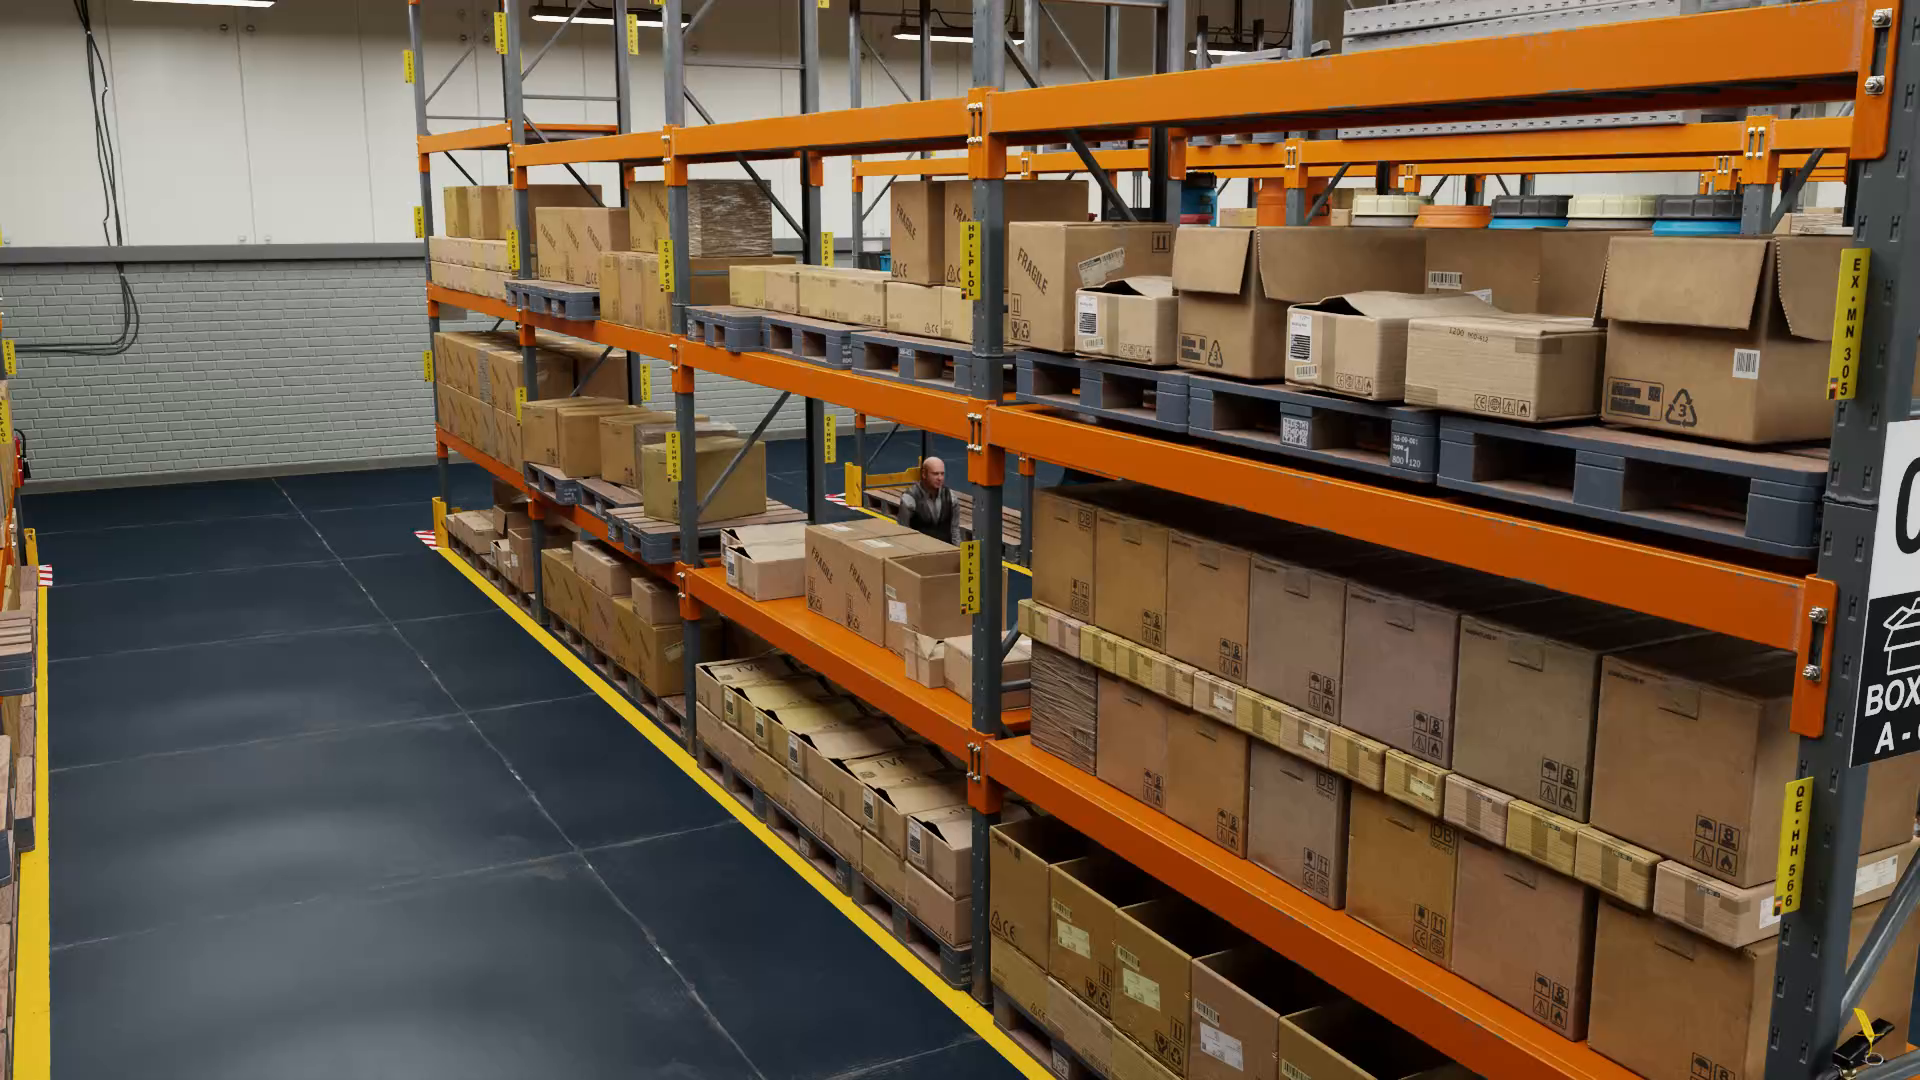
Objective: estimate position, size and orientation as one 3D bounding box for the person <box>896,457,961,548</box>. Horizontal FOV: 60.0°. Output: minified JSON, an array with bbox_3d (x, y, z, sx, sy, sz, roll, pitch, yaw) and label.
[{"bbox_3d":[-0.245,0.194,13.062,0.581,1.721,0.463,-6,13,-28],"label":"person"}]
